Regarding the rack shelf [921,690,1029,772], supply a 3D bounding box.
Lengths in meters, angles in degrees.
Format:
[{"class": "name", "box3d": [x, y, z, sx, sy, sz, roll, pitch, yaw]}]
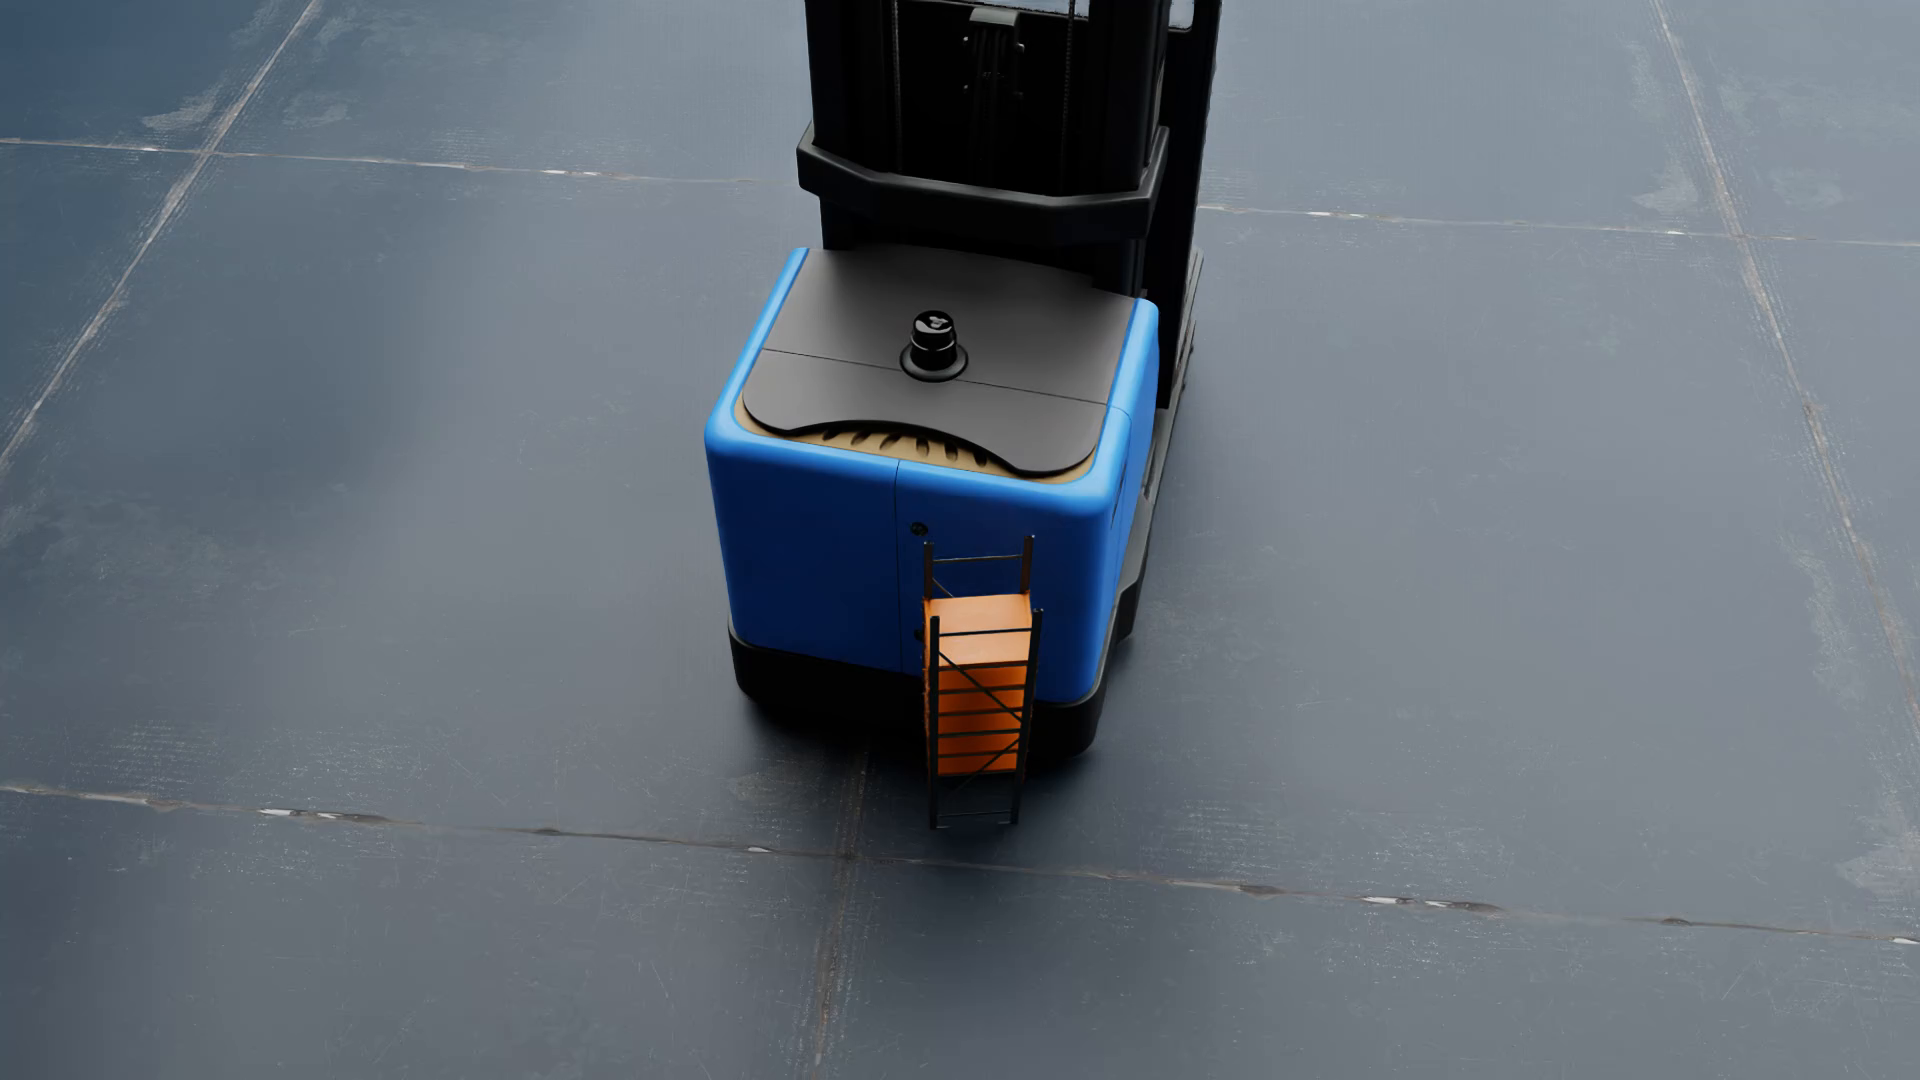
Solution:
[{"class": "rack shelf", "box3d": [0.036, 0.475, 4.211, 0.258, 0.103, 0.180, -4, 59, -3]}]

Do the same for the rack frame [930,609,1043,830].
[{"class": "rack frame", "box3d": [0.046, 0.467, 4.024, 0.240, 1.200, 0.006, -4, 59, -3]}]

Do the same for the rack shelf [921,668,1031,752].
[{"class": "rack shelf", "box3d": [0.038, 0.412, 4.109, 0.258, 0.103, 0.180, -4, 59, -3]}]

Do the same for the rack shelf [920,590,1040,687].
[{"class": "rack shelf", "box3d": [0.044, 0.225, 3.801, 0.258, 0.103, 0.180, -4, 59, -3]}]

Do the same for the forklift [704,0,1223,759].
[{"class": "forklift", "box3d": [0.197, -1.495, 4.631, 1.130, 2.935, 3.031, 10, 48, 9]}]

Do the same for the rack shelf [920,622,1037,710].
[{"class": "rack shelf", "box3d": [0.042, 0.288, 3.904, 0.258, 0.103, 0.180, -4, 59, -3]}]

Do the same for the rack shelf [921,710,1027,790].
[{"class": "rack shelf", "box3d": [0.034, 0.537, 4.314, 0.258, 0.103, 0.180, -4, 59, -3]}]

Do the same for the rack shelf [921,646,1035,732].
[{"class": "rack shelf", "box3d": [0.040, 0.350, 4.006, 0.258, 0.103, 0.180, -4, 59, -3]}]

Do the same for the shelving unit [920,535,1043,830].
[{"class": "shelving unit", "box3d": [0.039, 0.389, 4.071, 0.258, 1.200, 0.189, -4, 59, -3]}]

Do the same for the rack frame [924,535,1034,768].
[{"class": "rack frame", "box3d": [0.031, 0.311, 4.118, 0.240, 1.200, 0.006, -4, 59, -3]}]
